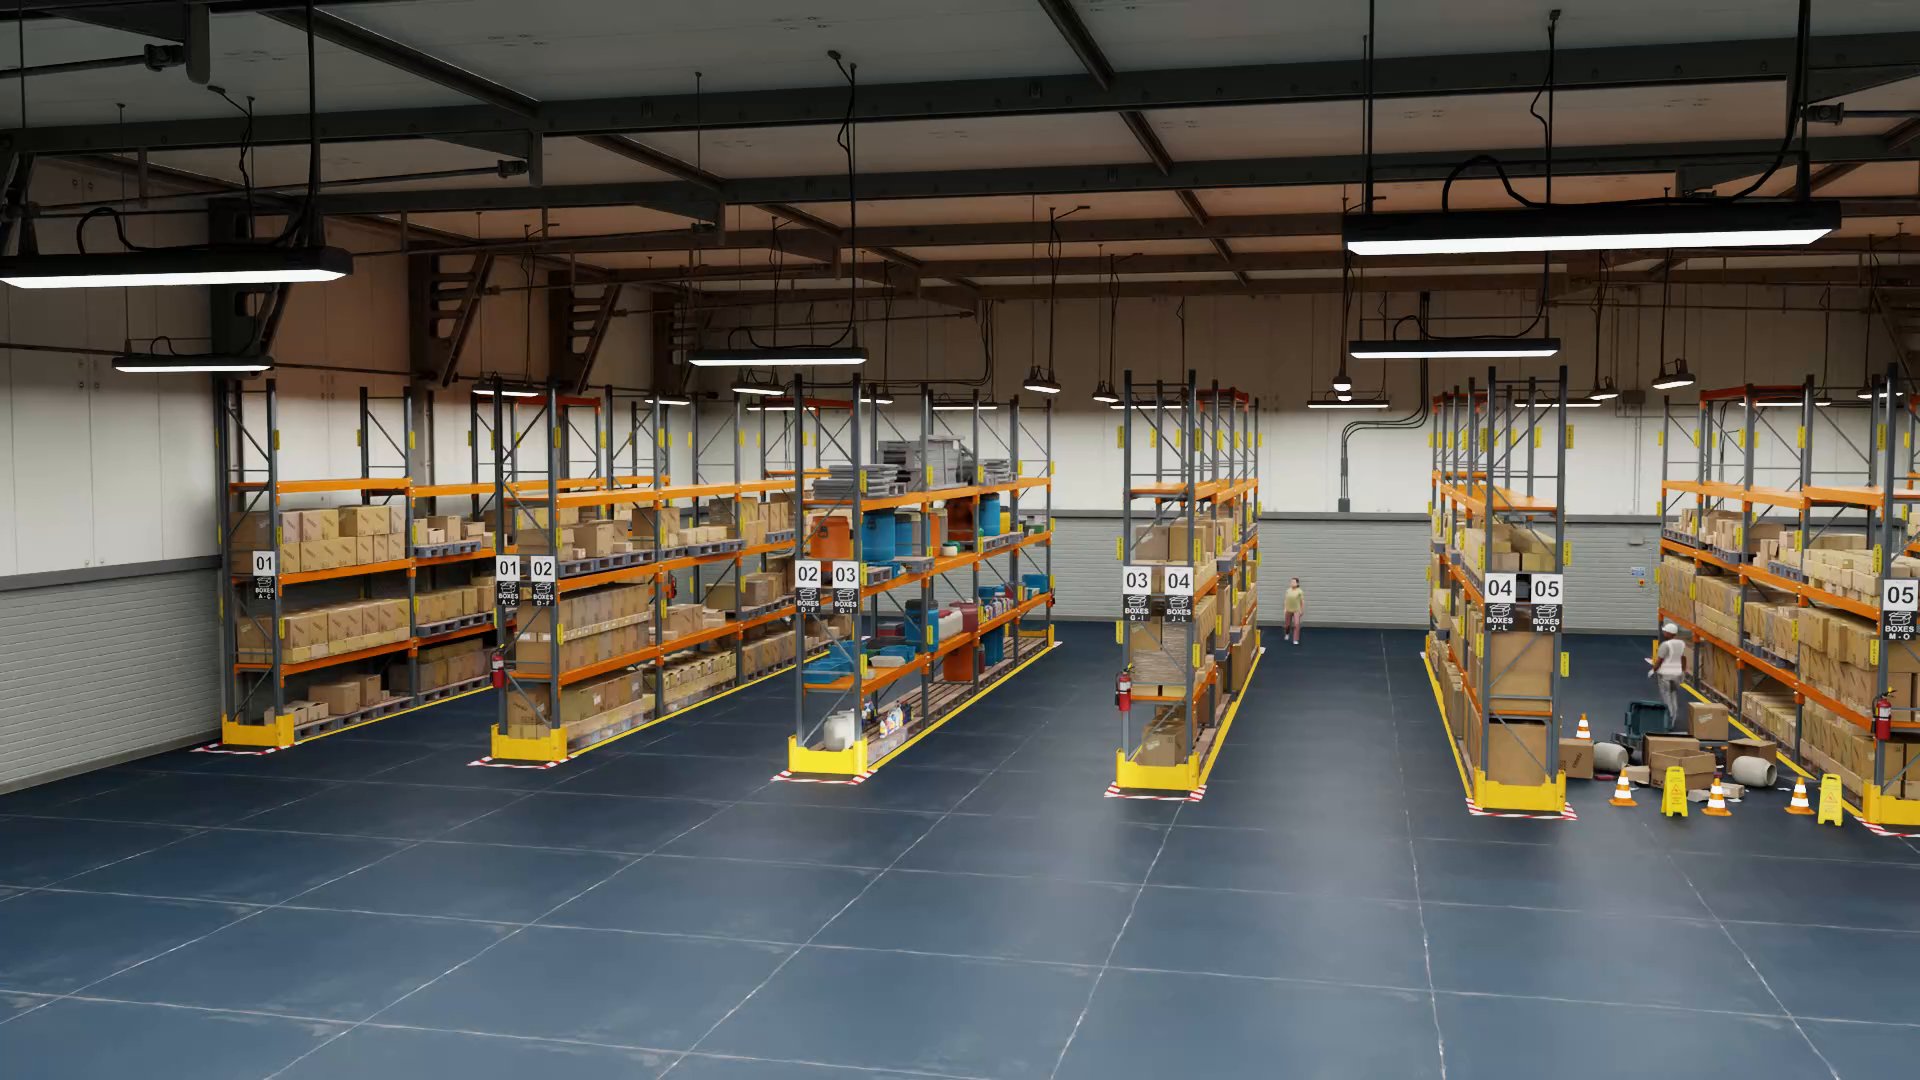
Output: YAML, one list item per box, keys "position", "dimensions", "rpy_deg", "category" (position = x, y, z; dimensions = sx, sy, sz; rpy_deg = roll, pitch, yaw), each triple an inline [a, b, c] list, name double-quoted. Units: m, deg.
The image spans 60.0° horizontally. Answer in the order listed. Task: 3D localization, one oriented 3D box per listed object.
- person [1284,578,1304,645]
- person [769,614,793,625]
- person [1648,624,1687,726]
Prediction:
- position: [8.198, 1.738, 40.820]
  dimensions: [0.486, 1.608, 0.840]
  rpy_deg: [1, 3, 10]
  category: "person"
- position: [-4.645, 1.501, 43.473]
  dimensions: [0.732, 1.763, 0.564]
  rpy_deg: [1, 4, 15]
  category: "person"
- position: [12.378, 2.366, 29.057]
  dimensions: [0.636, 1.824, 0.595]
  rpy_deg: [0, 3, 0]
  category: "person"
